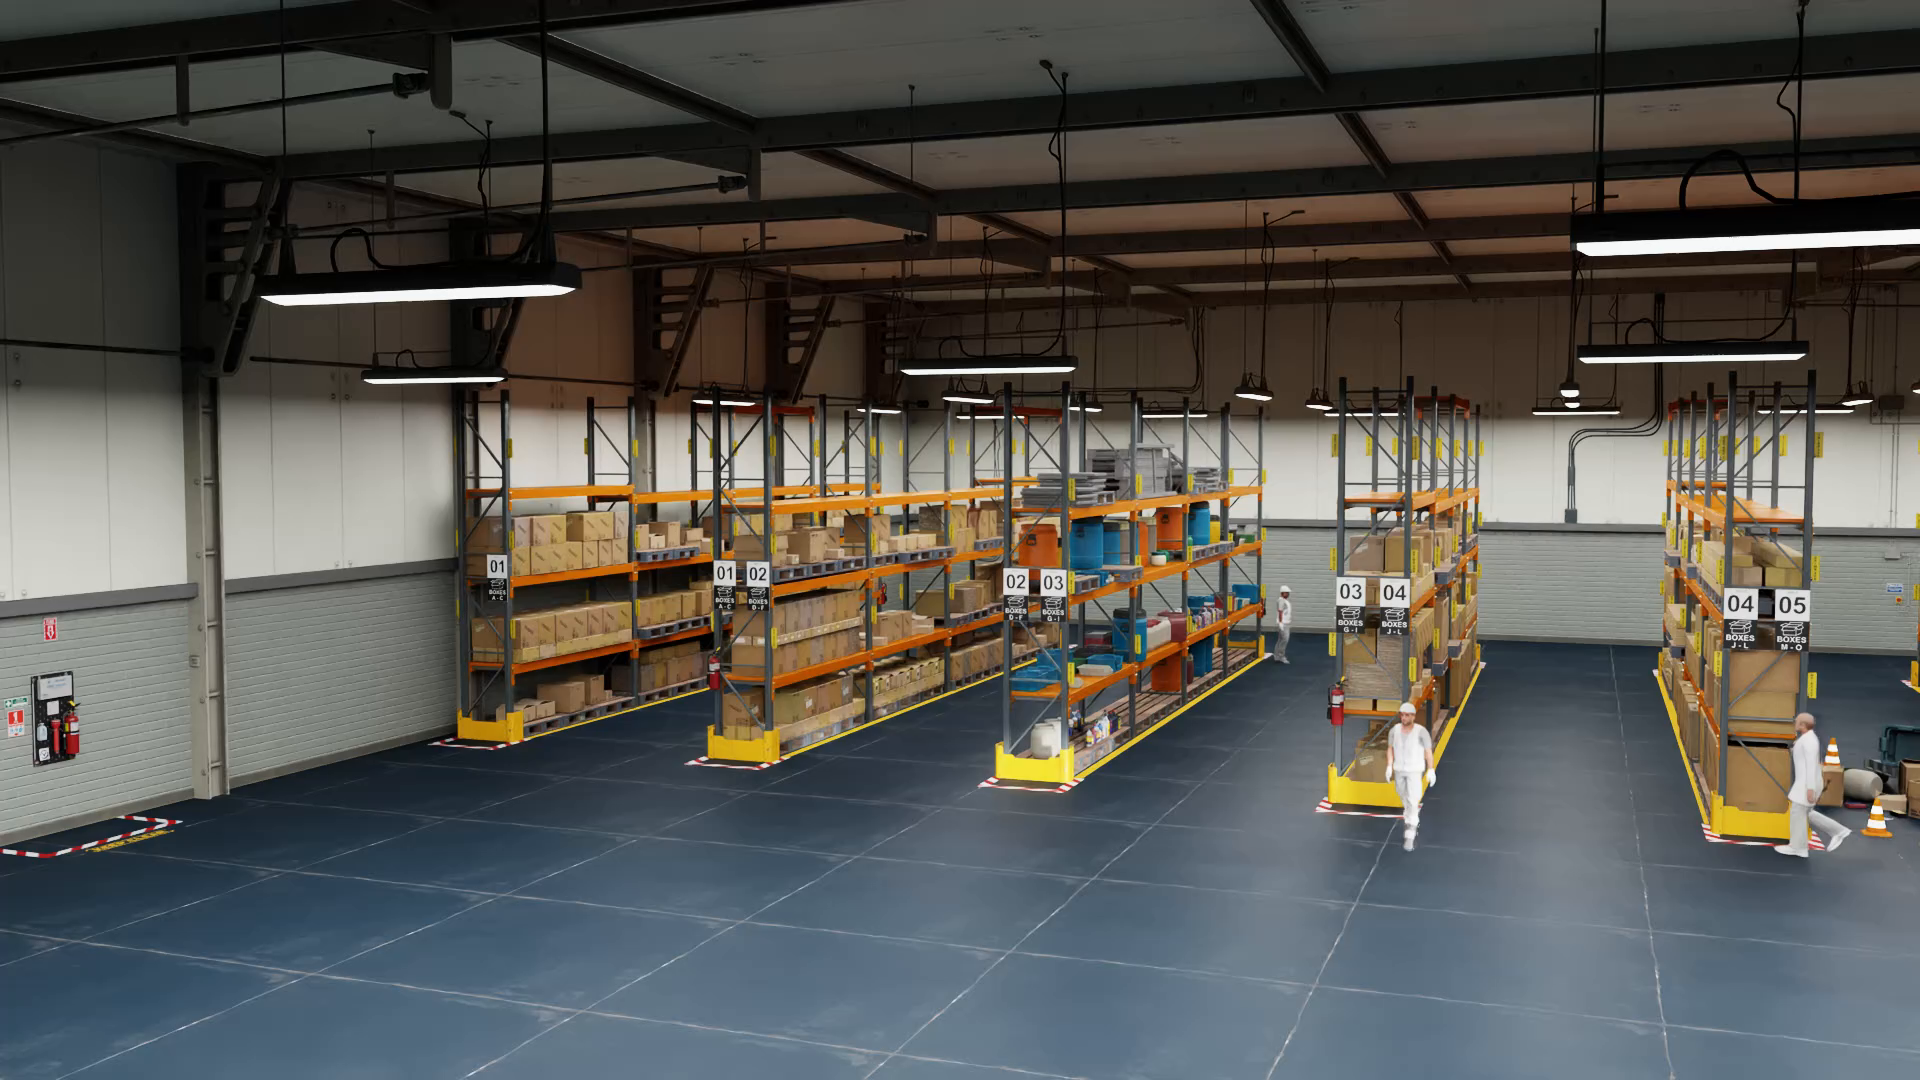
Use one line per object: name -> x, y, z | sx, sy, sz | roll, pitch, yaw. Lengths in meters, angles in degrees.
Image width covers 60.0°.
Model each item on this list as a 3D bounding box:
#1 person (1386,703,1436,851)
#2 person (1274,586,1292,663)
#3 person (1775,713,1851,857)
person -> 5.673, 2.963, 21.055 | 0.577, 1.804, 0.805 | 3, 4, 42
person -> 7.556, 1.978, 38.932 | 0.409, 1.831, 0.667 | 1, 3, 17
person -> 10.450, 2.992, 20.333 | 0.838, 1.757, 0.592 | 1, 3, 25
